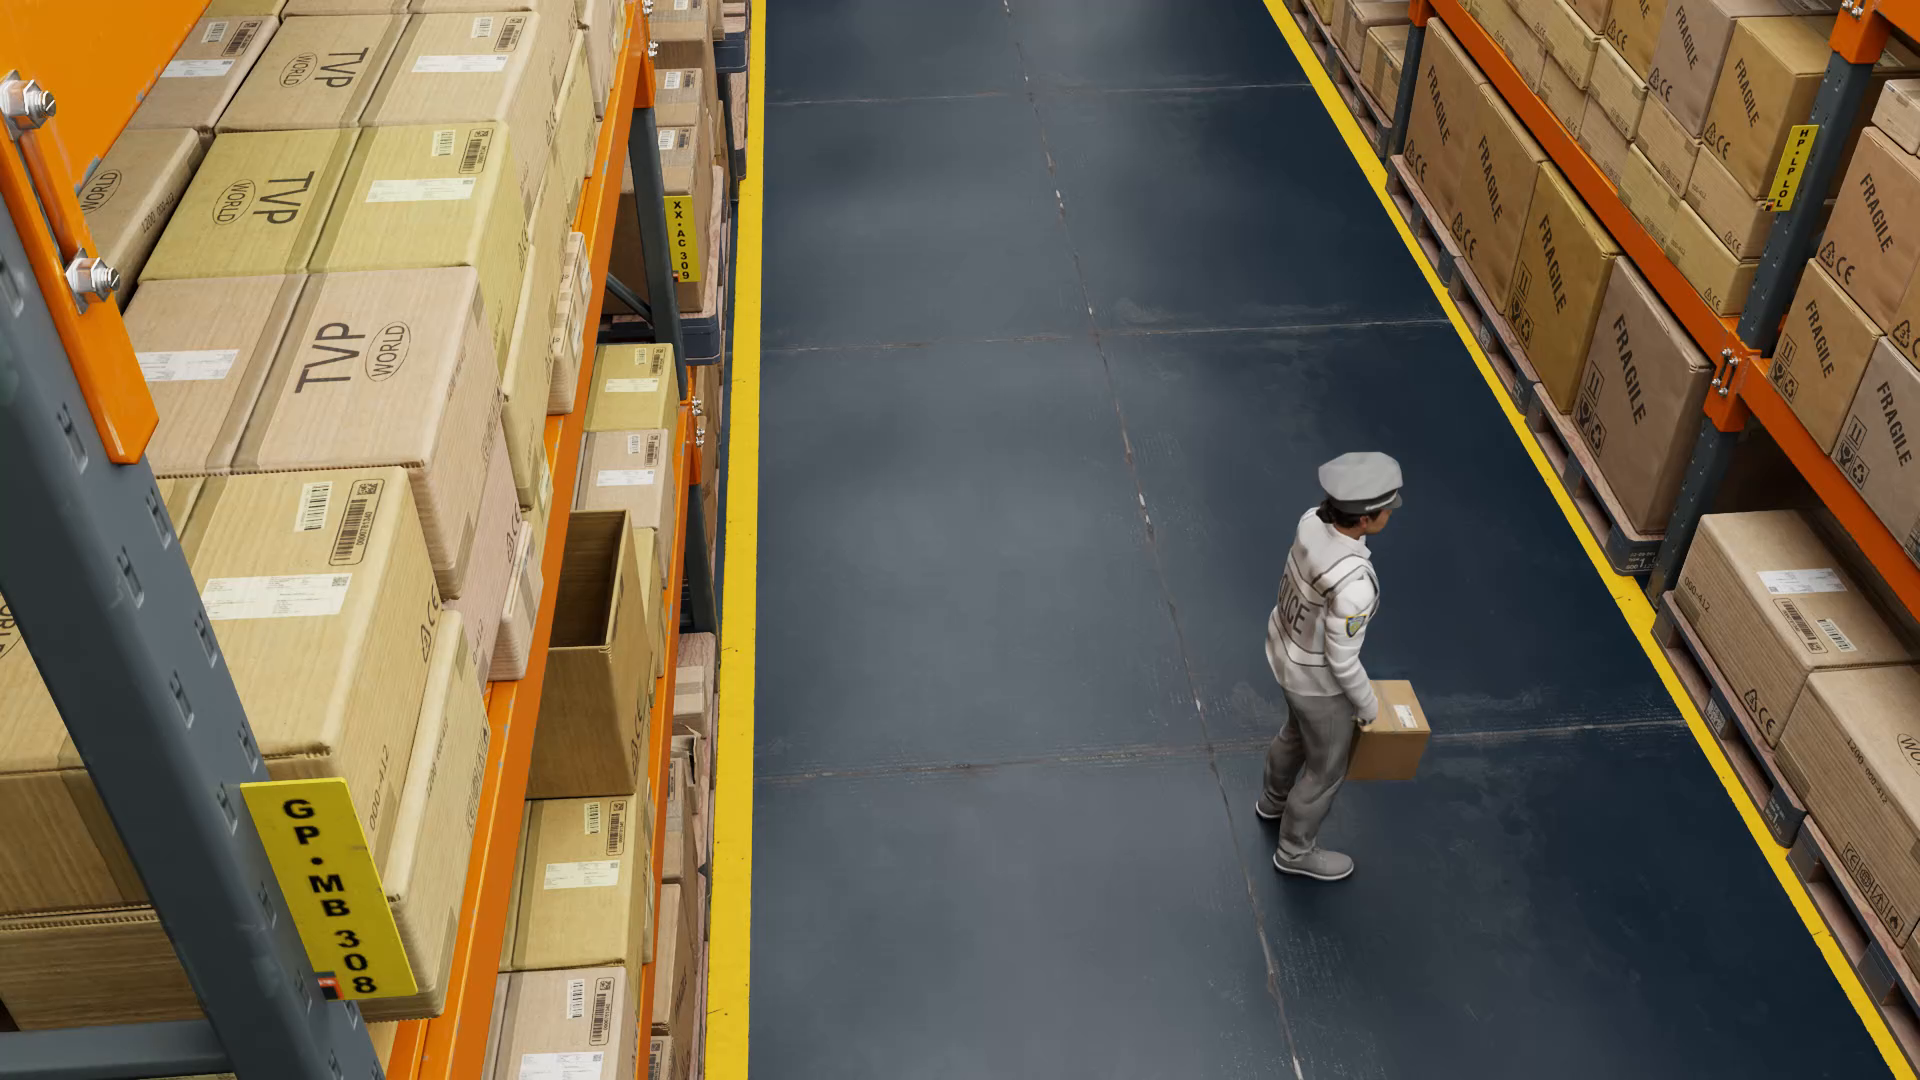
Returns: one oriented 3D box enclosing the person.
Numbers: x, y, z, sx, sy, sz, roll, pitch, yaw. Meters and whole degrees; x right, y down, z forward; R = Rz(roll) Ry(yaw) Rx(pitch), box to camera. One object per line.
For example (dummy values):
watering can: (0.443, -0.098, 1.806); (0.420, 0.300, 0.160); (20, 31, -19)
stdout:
person: (1.232, 0.450, 5.595); (0.346, 1.673, 0.438); (-4, 40, -5)
